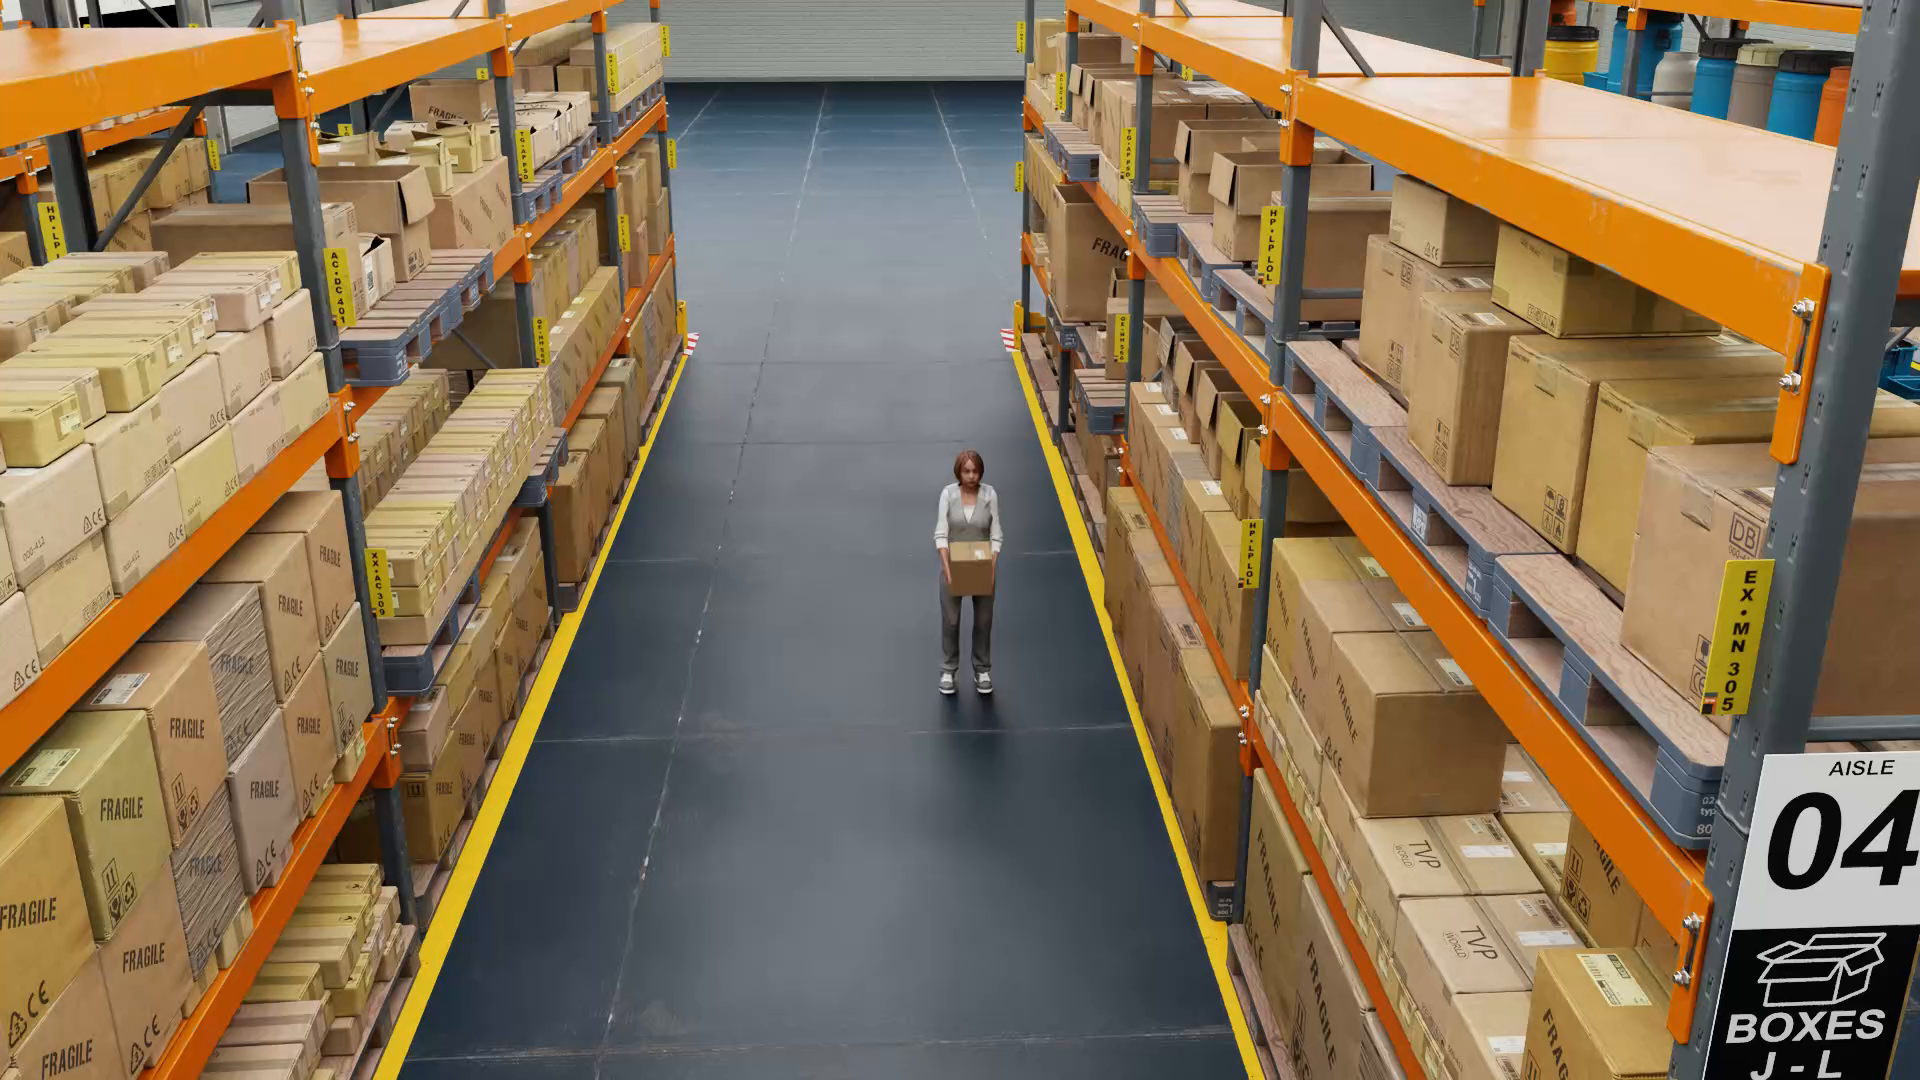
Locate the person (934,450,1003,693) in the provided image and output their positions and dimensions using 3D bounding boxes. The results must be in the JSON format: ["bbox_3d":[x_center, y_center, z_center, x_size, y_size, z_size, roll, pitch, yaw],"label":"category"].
[{"bbox_3d":[0.056,0.222,10.495,0.438,1.602,0.471,-1,21,-3],"label":"person"}]
